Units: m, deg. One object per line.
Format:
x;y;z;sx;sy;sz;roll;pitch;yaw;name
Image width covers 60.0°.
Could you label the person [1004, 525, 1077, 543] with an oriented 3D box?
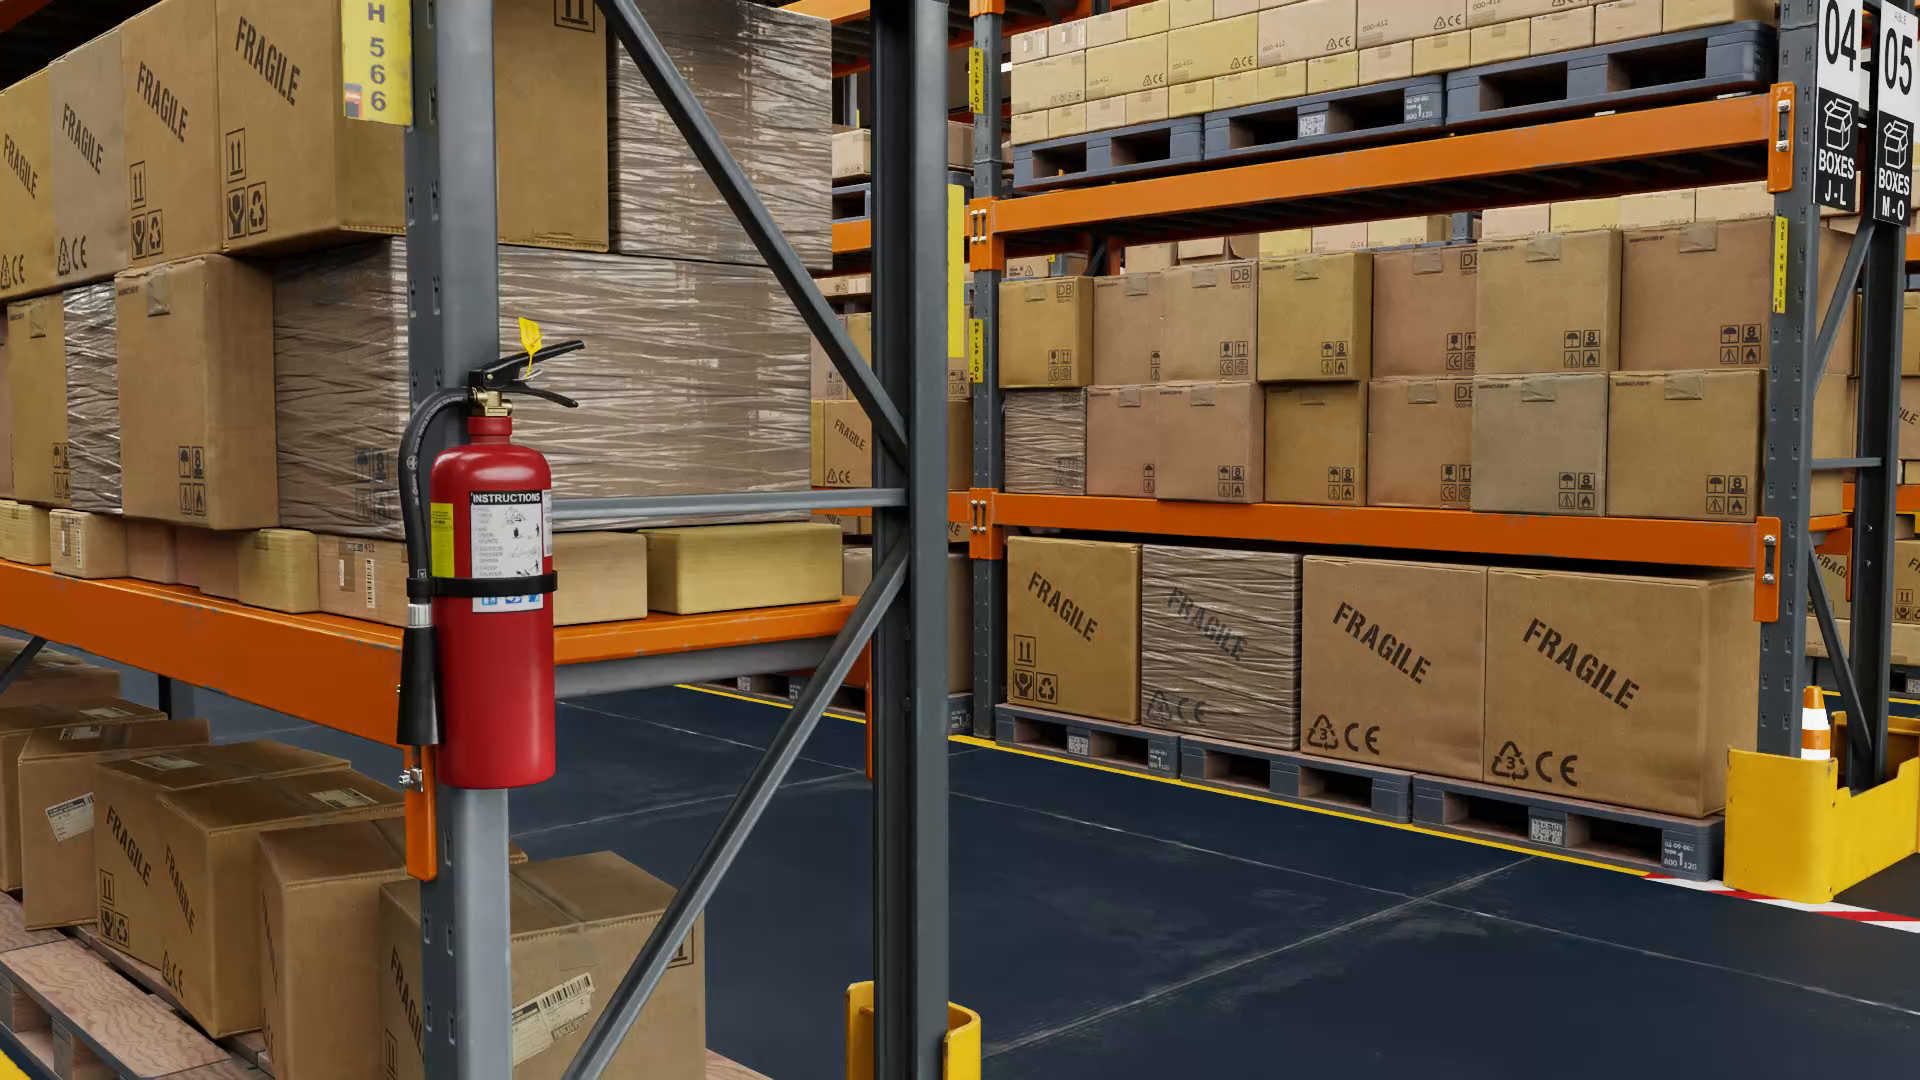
0.567;0.088;12.618;0.719;1.423;0.630;-4;5;-44;person
